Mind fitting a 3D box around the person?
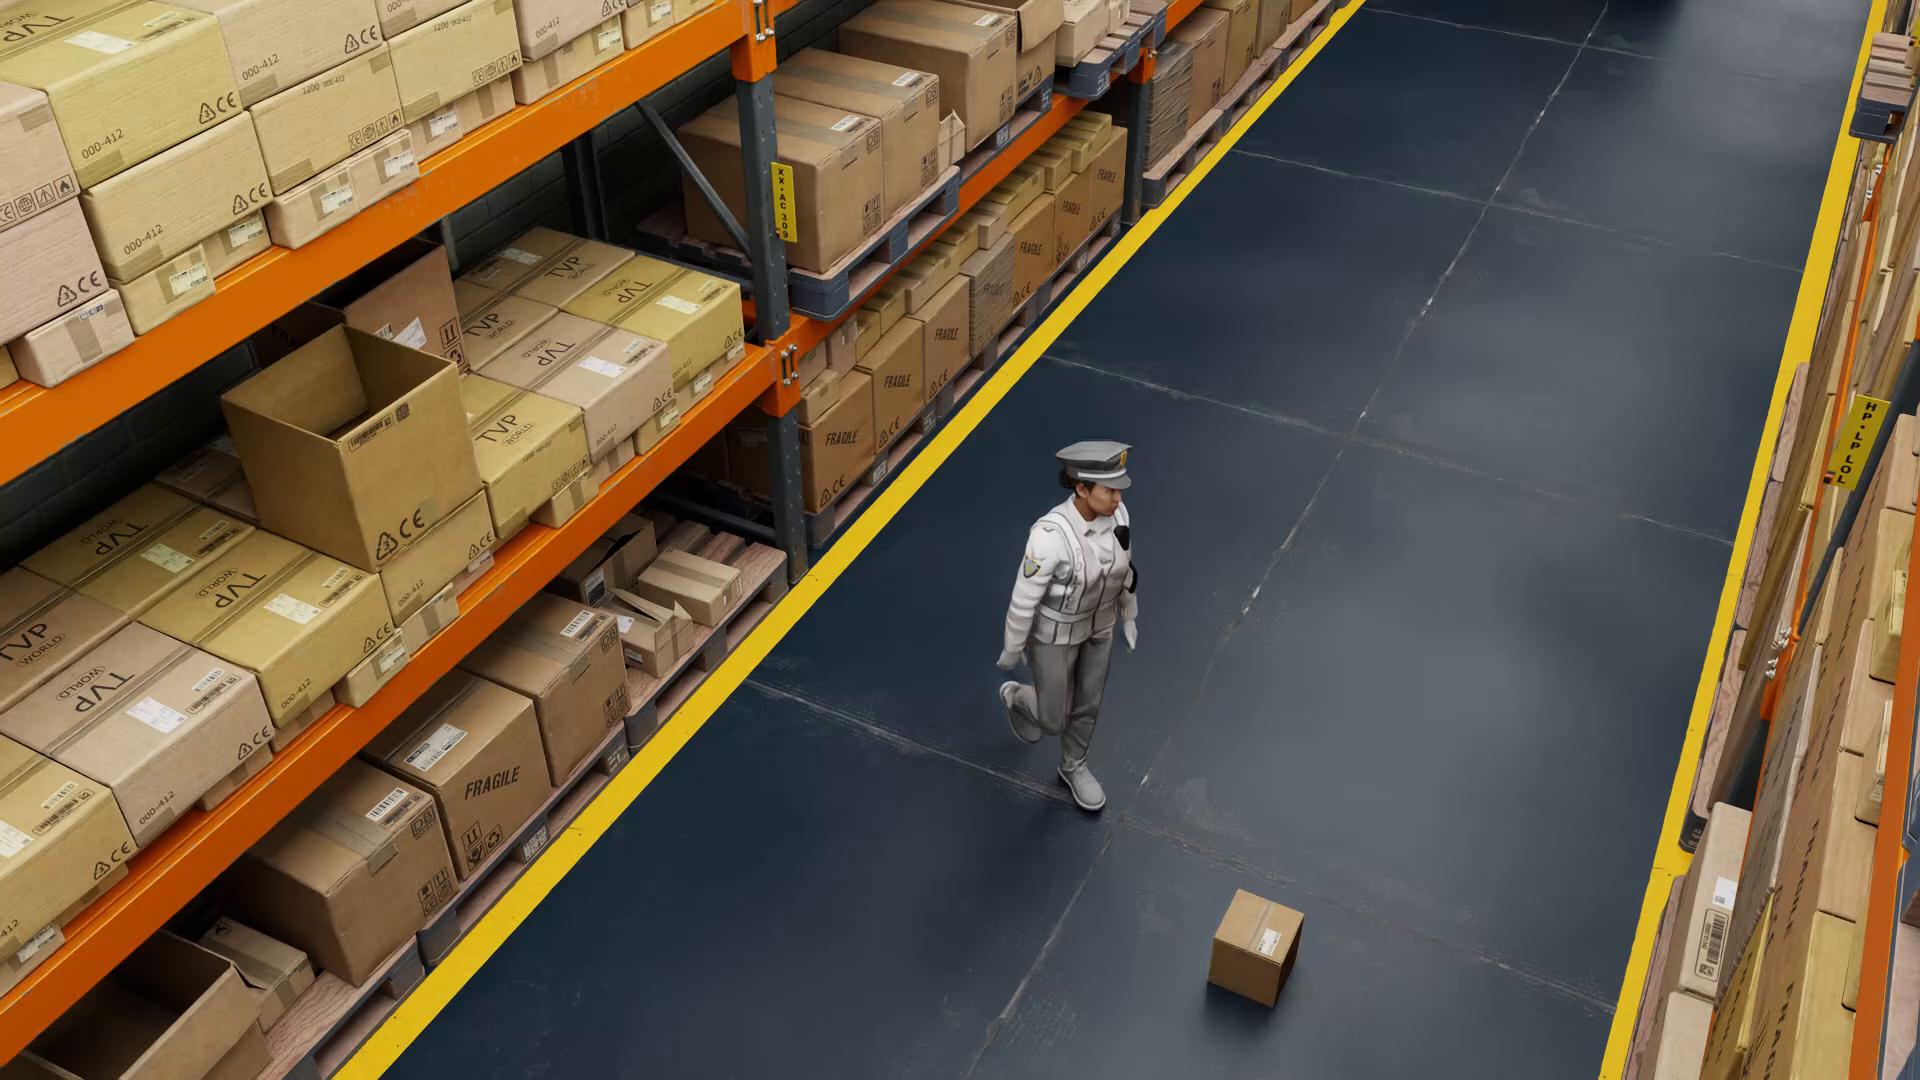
[{"bbox_3d":[0.383,0.283,6.257,0.349,1.659,0.576,-22,43,-26],"label":"person"}]
